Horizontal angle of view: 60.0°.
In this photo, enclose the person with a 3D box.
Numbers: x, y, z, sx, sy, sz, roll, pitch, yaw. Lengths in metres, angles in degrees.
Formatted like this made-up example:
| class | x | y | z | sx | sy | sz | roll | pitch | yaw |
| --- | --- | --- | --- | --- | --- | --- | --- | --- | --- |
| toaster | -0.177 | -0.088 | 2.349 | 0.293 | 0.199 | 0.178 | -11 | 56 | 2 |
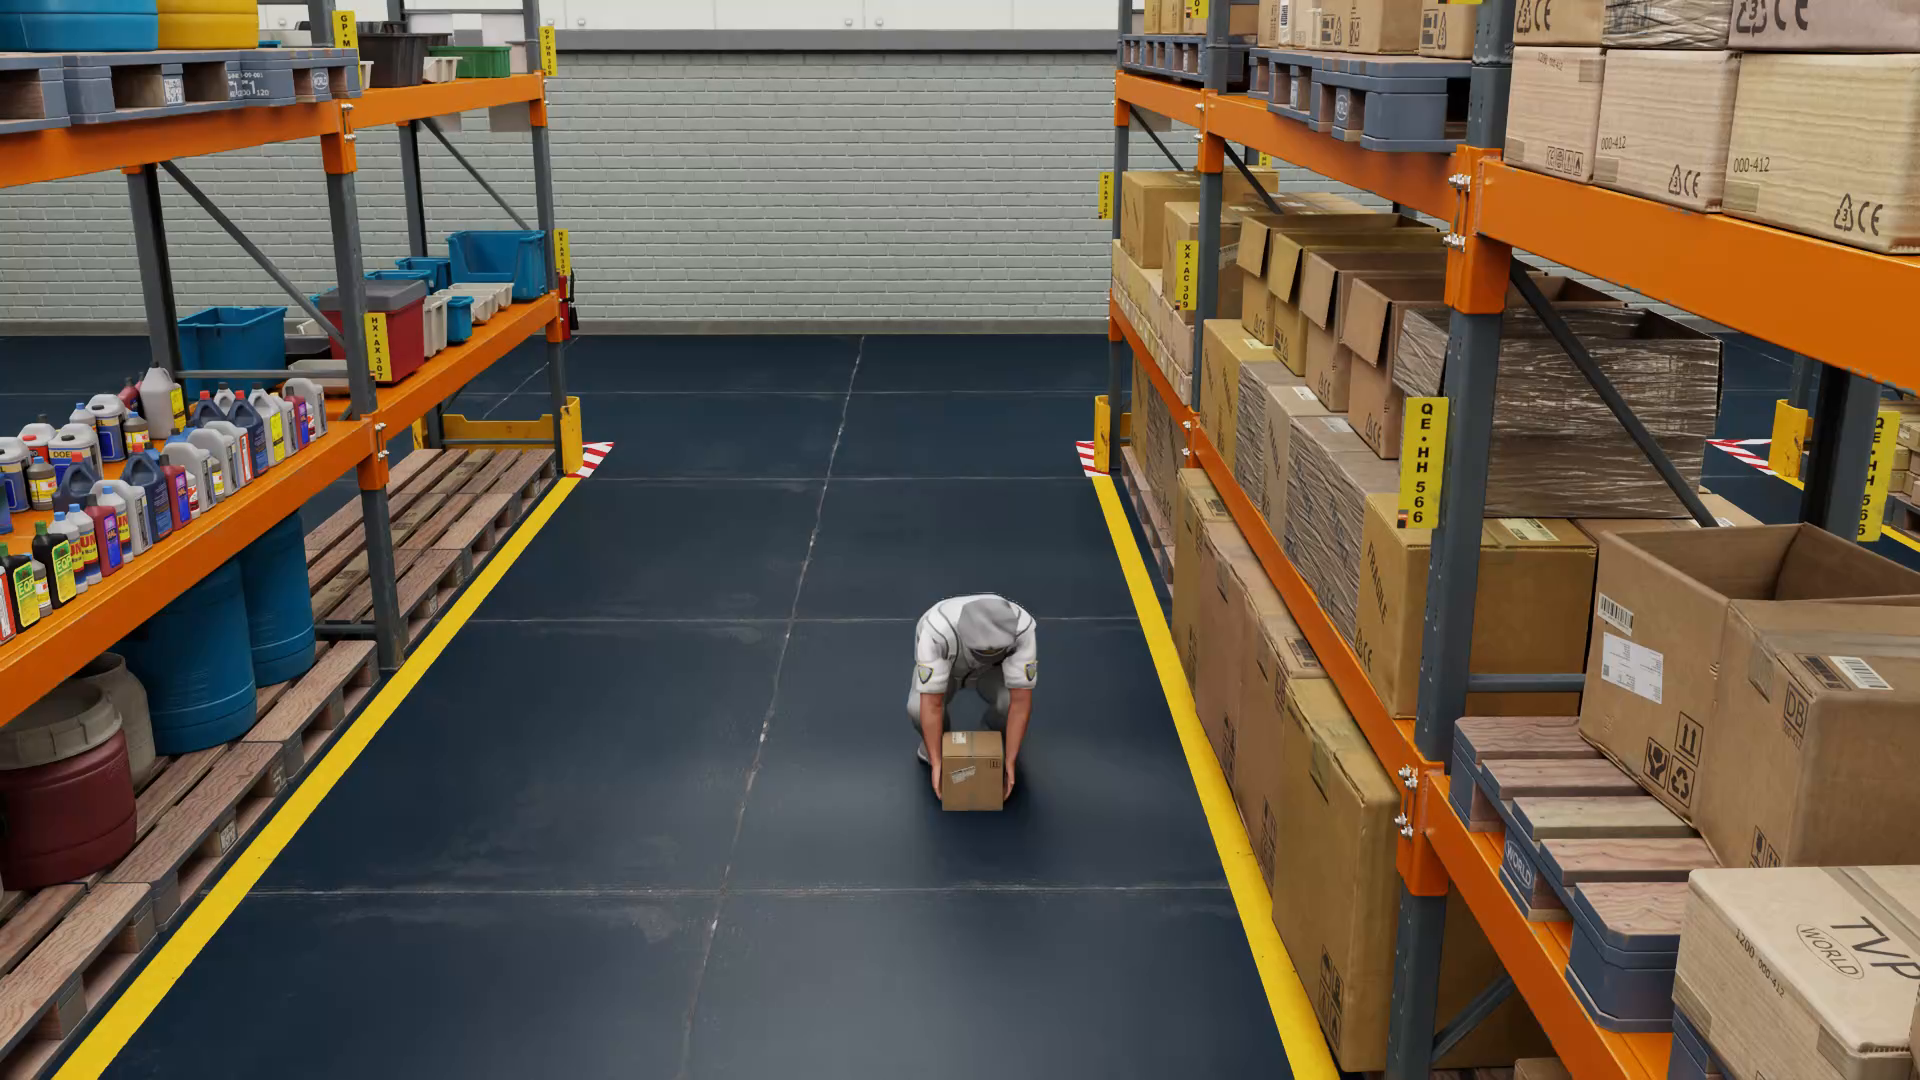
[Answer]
| class | x | y | z | sx | sy | sz | roll | pitch | yaw |
| --- | --- | --- | --- | --- | --- | --- | --- | --- | --- |
| person | 0.046 | 0.578 | 7.150 | 0.556 | 0.903 | 0.956 | 0 | 17 | -1 |
